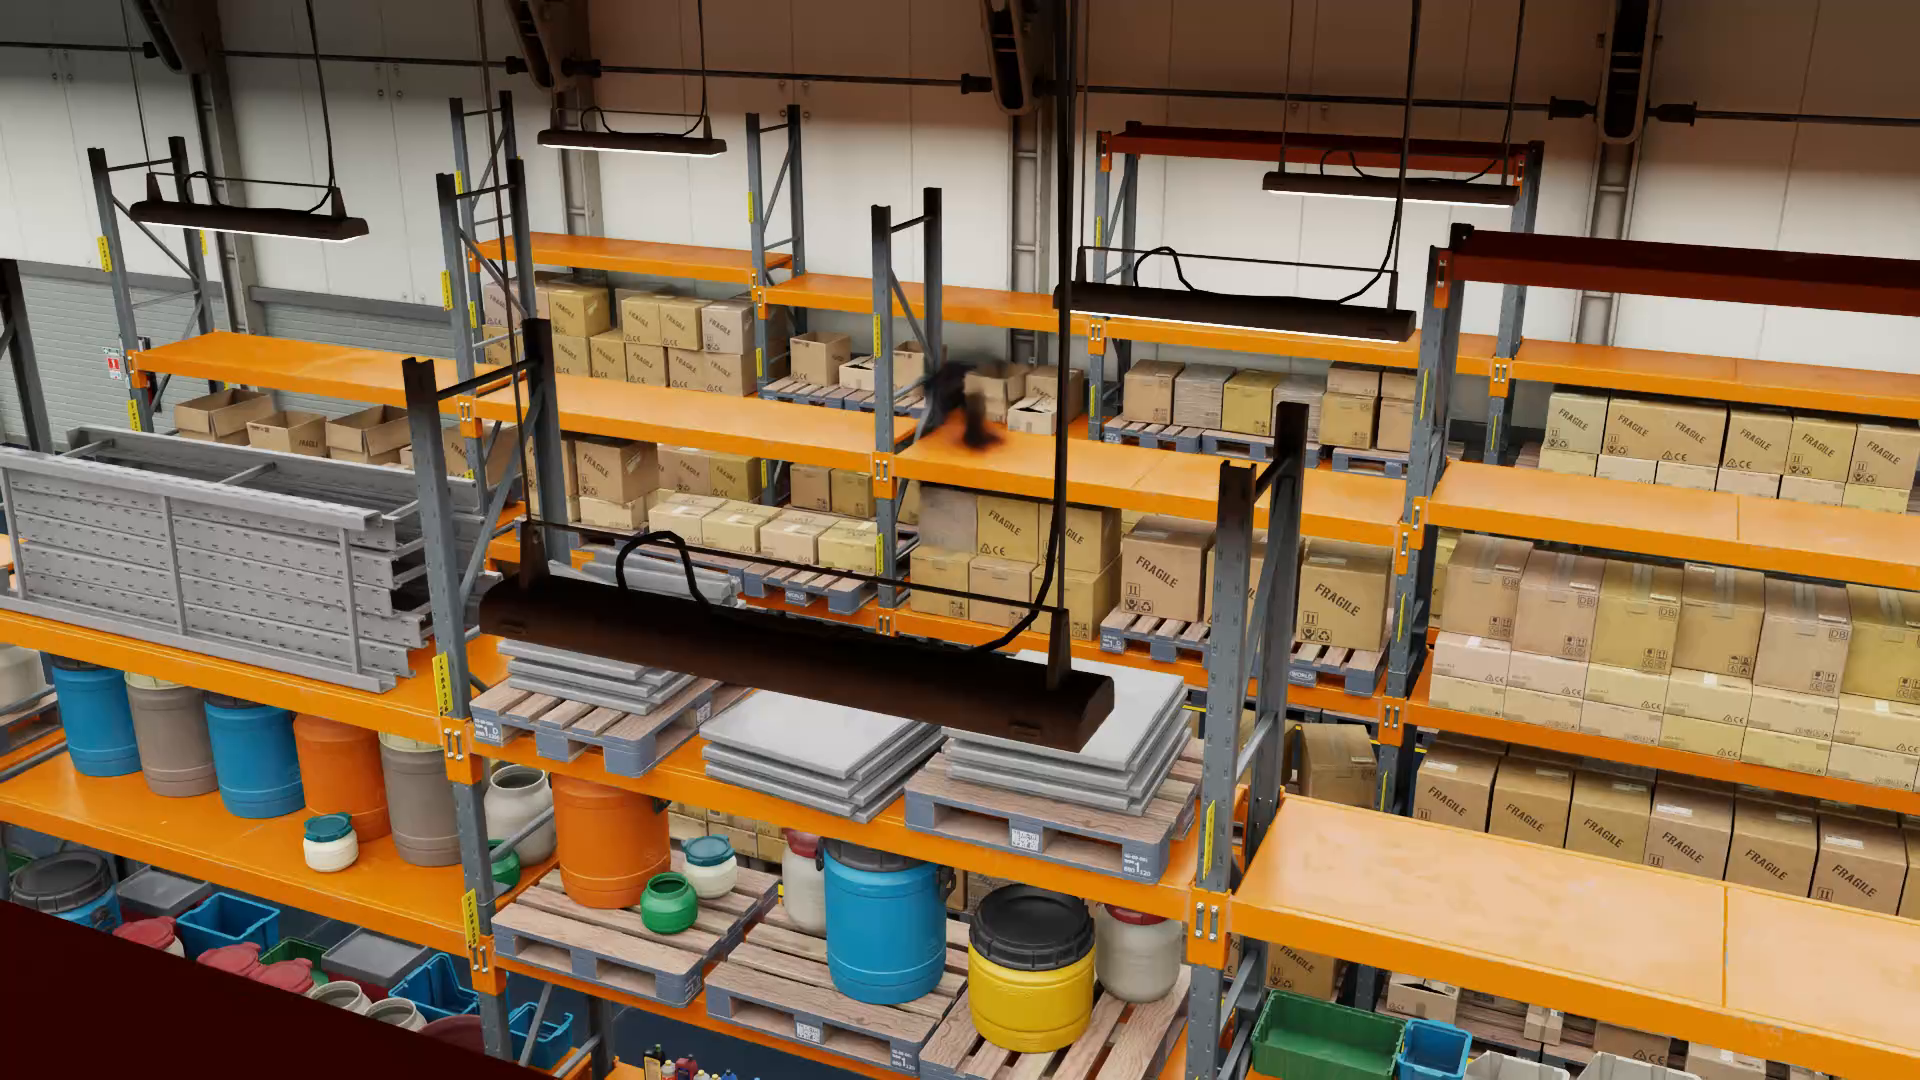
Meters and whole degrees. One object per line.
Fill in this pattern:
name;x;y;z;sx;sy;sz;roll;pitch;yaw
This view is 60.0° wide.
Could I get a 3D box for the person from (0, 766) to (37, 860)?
person;-8.166;2.306;14.186;0.855;1.686;0.571;6;21;15
